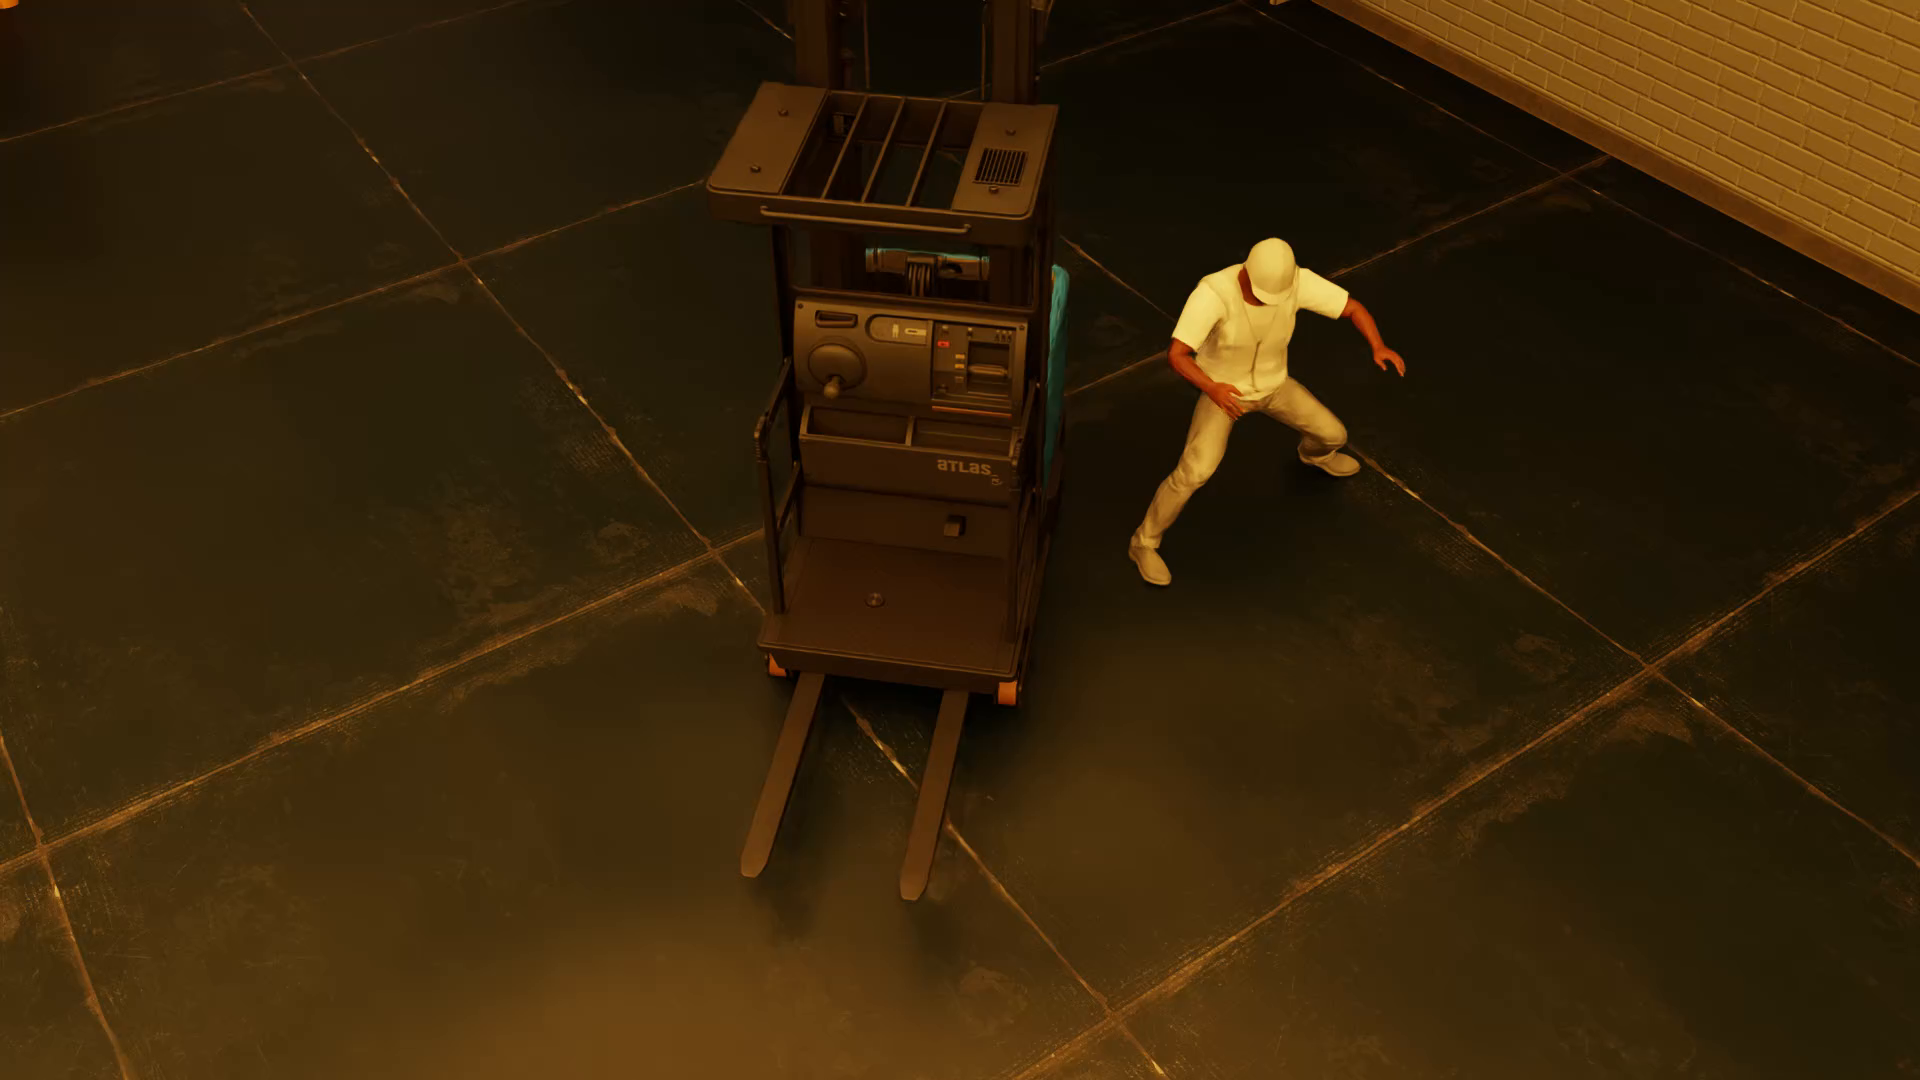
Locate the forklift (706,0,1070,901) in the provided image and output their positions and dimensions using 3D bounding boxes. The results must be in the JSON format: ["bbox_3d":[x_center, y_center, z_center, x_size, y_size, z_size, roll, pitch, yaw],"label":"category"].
[{"bbox_3d":[-0.232,-0.637,6.407,1.130,2.935,3.031,7,43,7],"label":"forklift"}]

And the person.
[{"bbox_3d":[1.386,-0.658,7.456,1.281,1.543,0.723,-9,43,-10],"label":"person"}]
